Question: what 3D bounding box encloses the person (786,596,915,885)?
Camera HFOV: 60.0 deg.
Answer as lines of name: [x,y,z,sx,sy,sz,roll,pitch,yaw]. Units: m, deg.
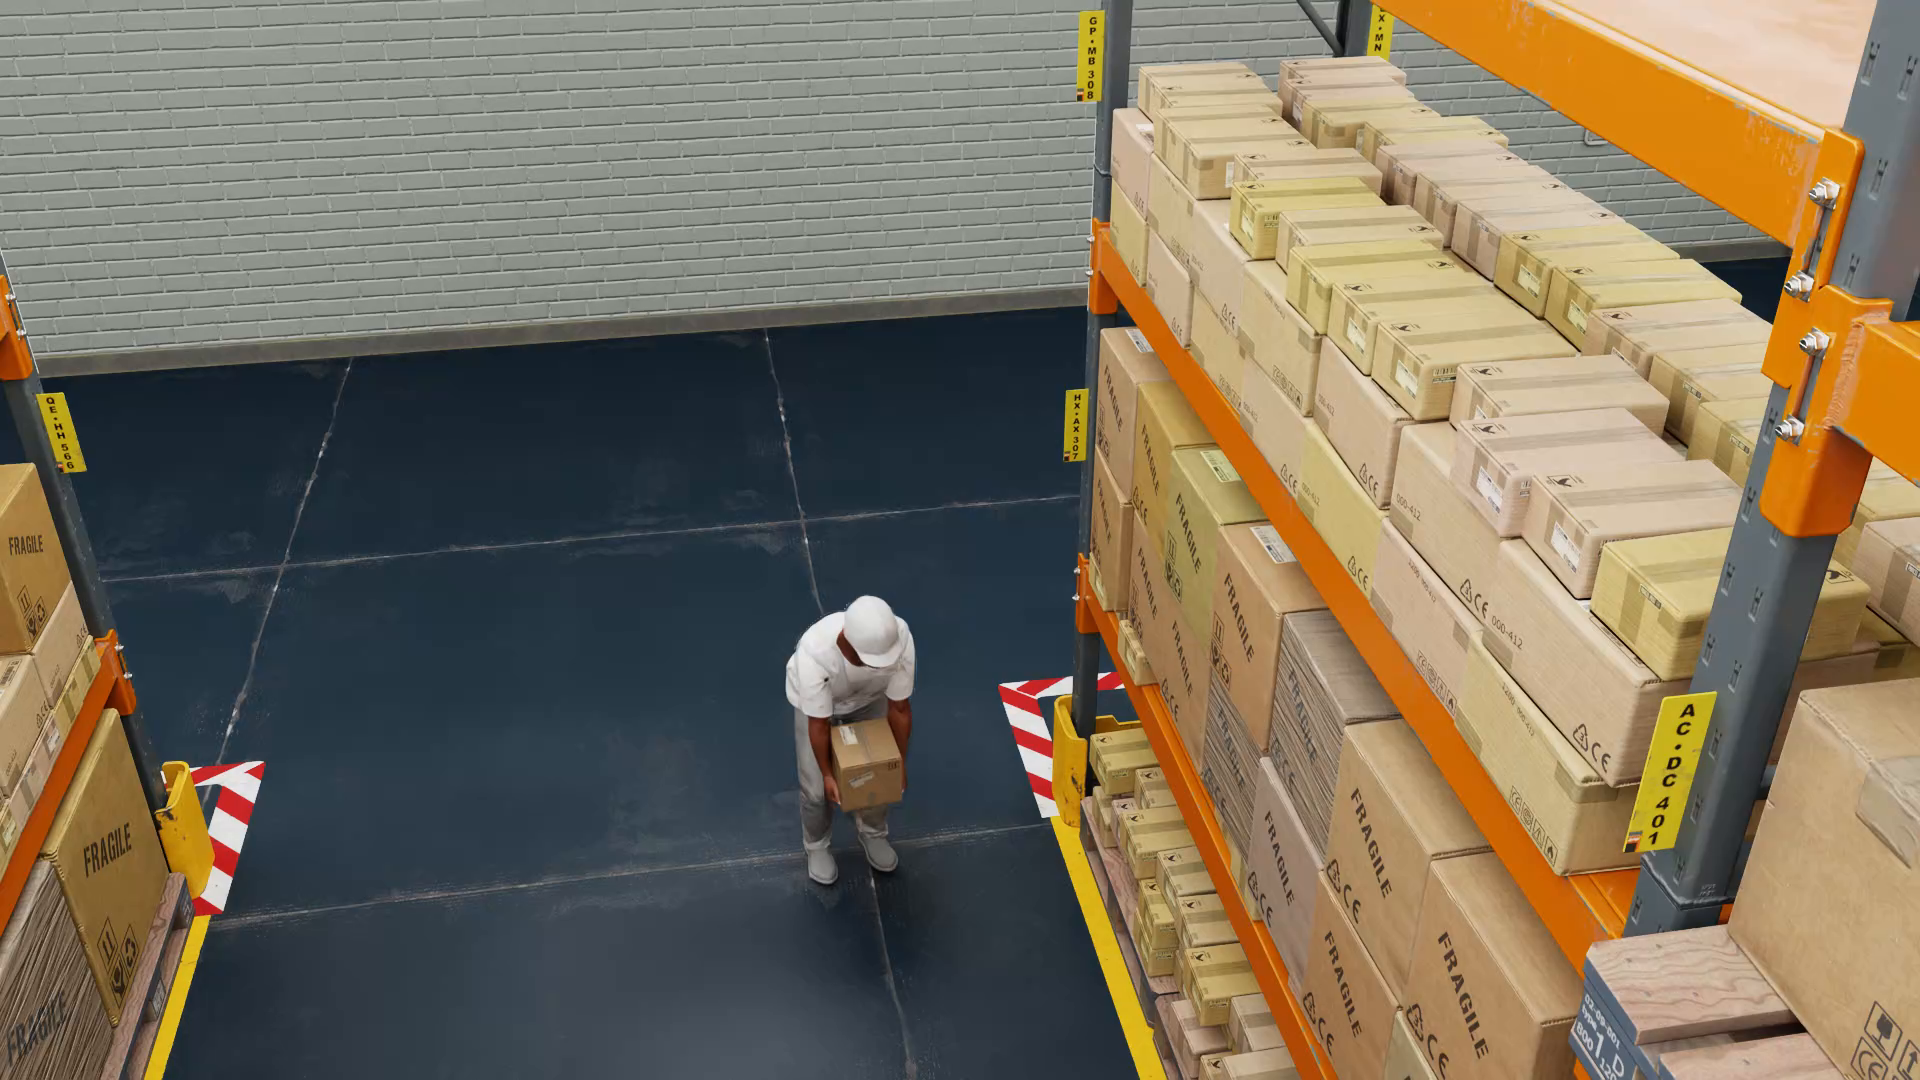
person: [-0.430,0.804,6.921,0.488,1.589,0.762,-11,32,-18]
